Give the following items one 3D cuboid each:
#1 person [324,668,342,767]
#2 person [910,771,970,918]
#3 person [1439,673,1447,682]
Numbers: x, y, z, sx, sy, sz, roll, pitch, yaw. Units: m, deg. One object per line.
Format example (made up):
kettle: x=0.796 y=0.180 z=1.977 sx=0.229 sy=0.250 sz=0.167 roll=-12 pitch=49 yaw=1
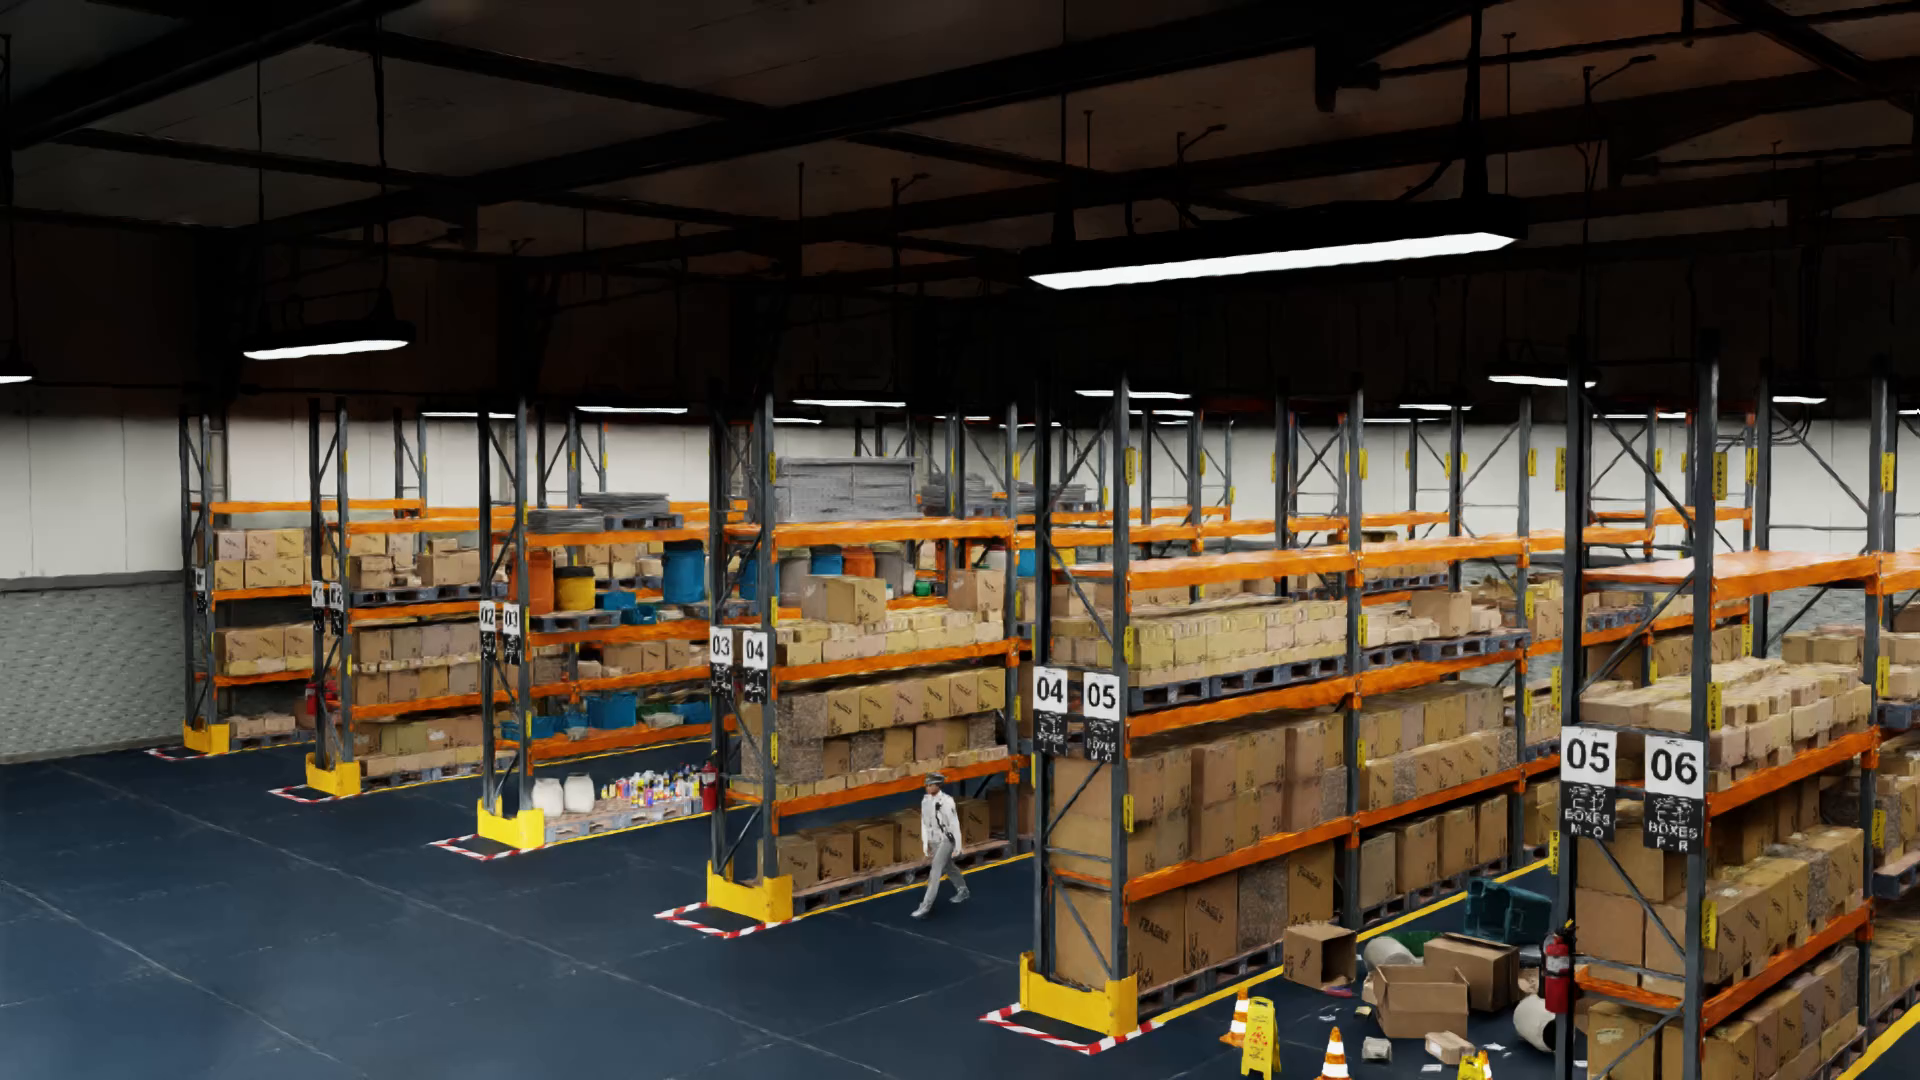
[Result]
person: x=-10.199 y=2.904 z=27.120 sx=0.682 sy=1.676 sz=0.535 roll=3 pitch=4 yaw=42
person: x=-0.253 y=3.366 z=18.656 sx=1.086 sy=1.589 sz=0.495 roll=-3 pitch=4 yaw=-44
person: x=7.878 y=2.929 z=27.076 sx=0.467 sy=1.599 sz=0.450 roll=-1 pitch=3 yaw=-16
